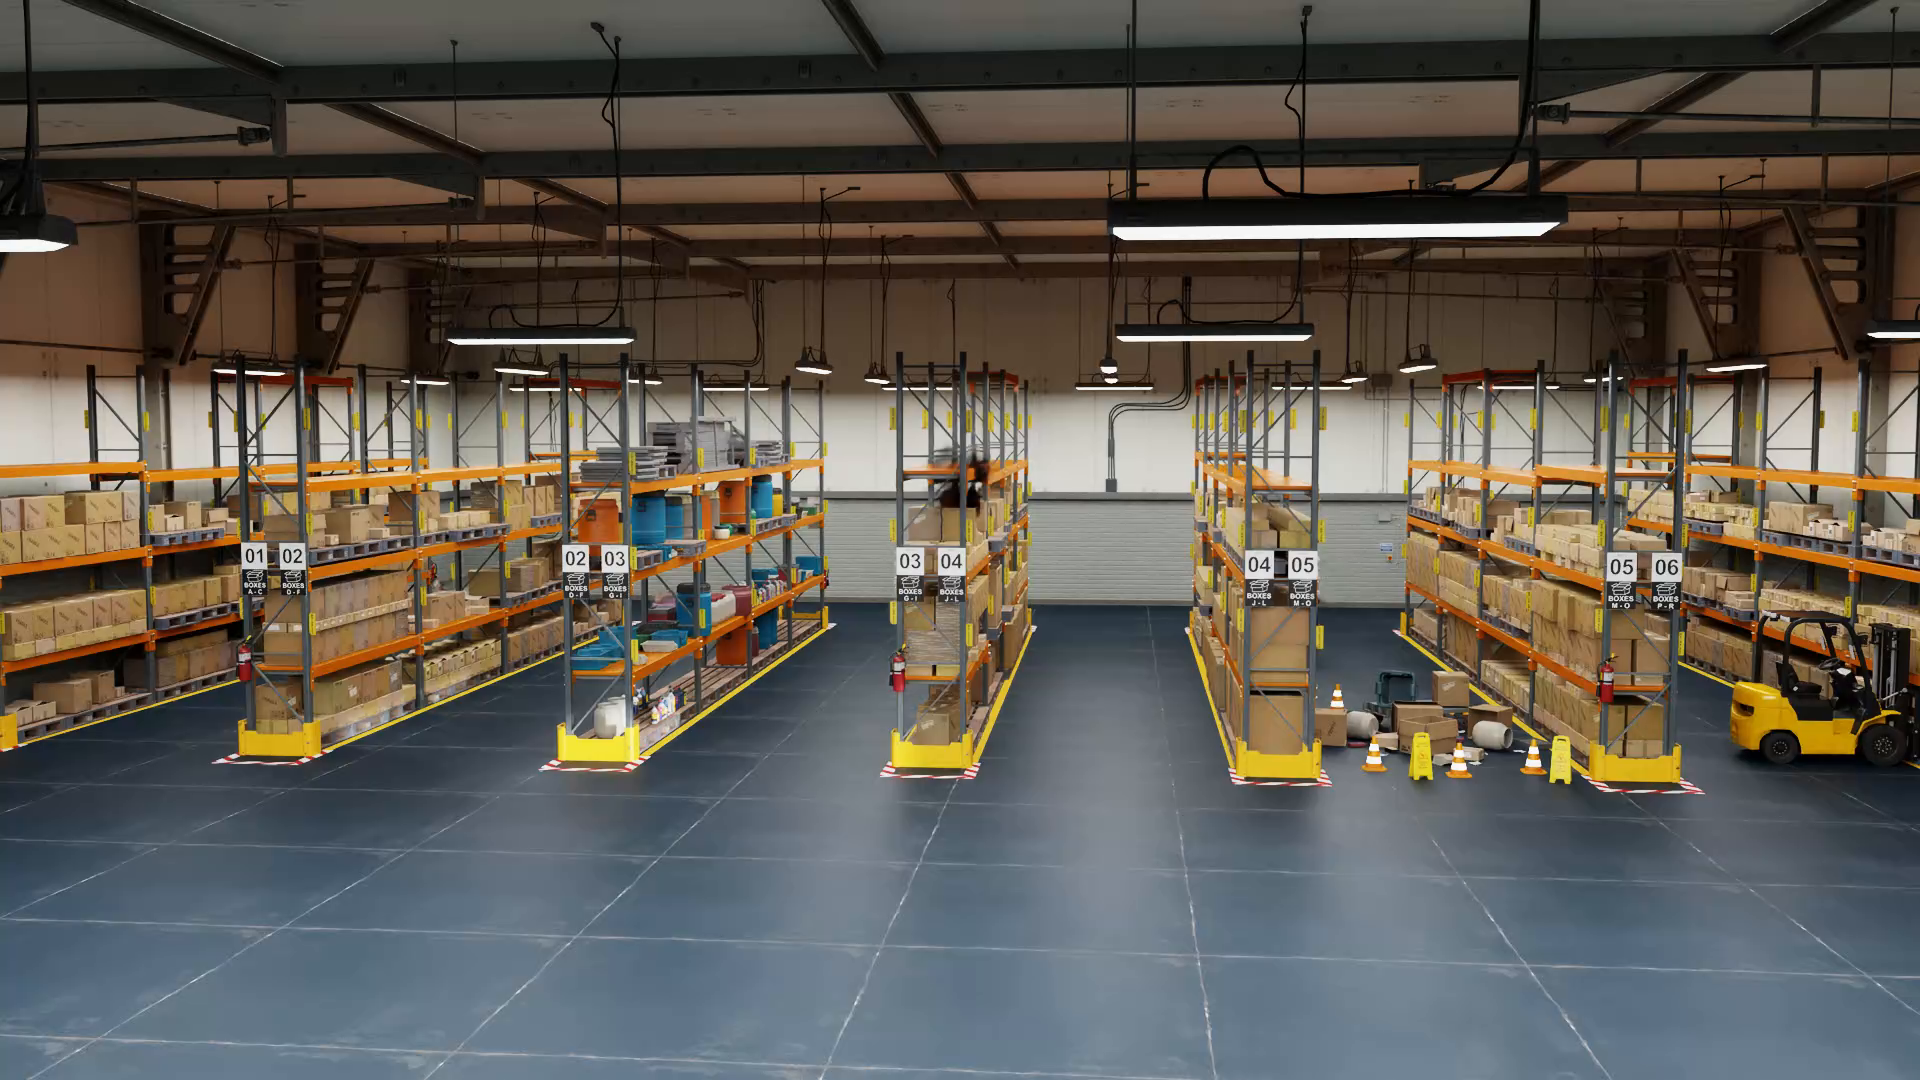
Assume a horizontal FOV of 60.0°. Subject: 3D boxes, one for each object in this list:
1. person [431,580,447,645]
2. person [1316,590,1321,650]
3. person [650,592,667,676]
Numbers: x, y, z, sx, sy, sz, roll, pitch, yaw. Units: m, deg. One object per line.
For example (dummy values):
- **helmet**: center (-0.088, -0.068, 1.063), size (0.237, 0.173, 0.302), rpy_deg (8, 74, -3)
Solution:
- **person**: center (-10.724, 1.652, 34.153), size (0.648, 1.660, 0.589), rpy_deg (0, 4, -1)
- **person**: center (7.513, 1.614, 35.964), size (0.608, 1.658, 0.937), rpy_deg (-1, 4, -9)
- **person**: center (-5.992, 1.841, 33.088), size (0.539, 1.613, 0.871), rpy_deg (0, 4, 3)
